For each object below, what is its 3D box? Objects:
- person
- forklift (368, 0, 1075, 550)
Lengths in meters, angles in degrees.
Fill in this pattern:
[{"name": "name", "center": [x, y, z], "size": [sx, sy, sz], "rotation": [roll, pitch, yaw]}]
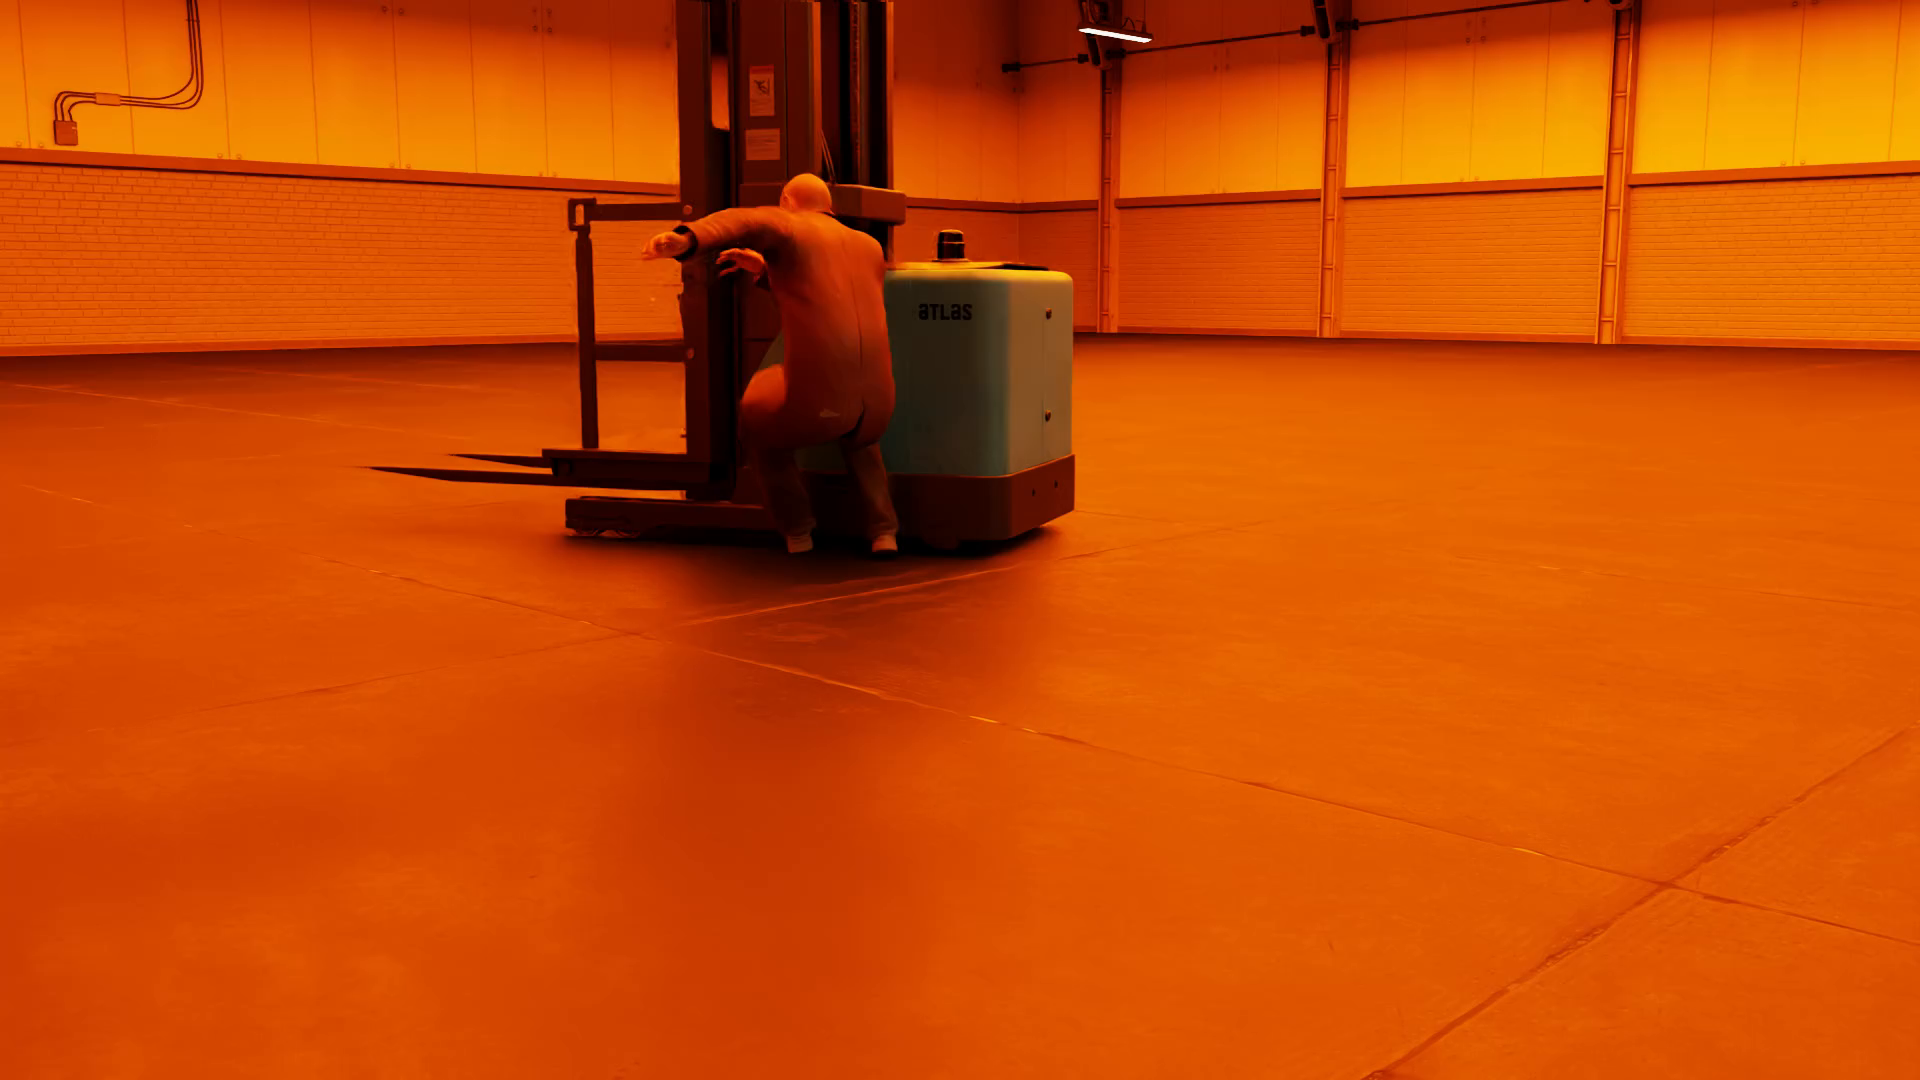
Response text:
[{"name": "person", "center": [-0.674, -0.557, 5.817], "size": [1.357, 1.442, 0.887], "rotation": [-7, 11, -37]}, {"name": "forklift", "center": [-1.085, -1.521, 6.973], "size": [3.031, 2.935, 1.130], "rotation": [3, 9, 20]}]
